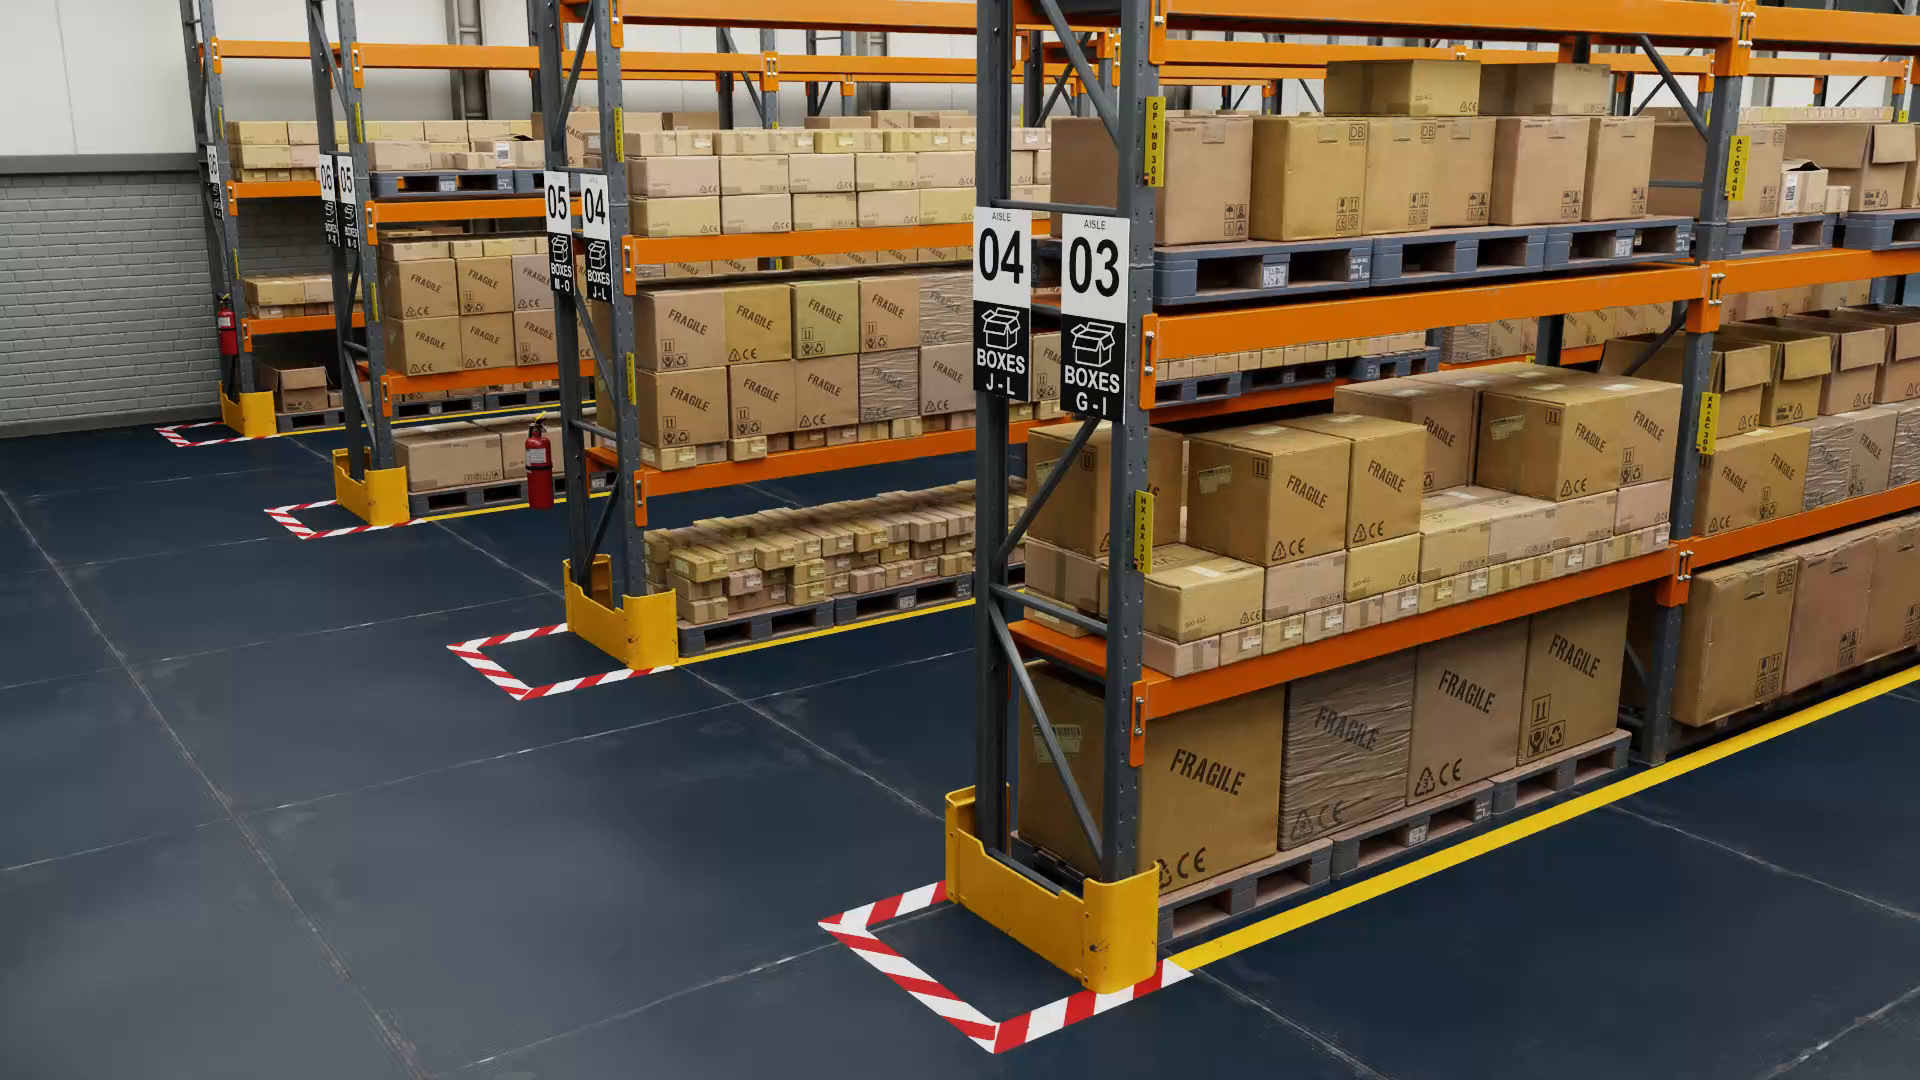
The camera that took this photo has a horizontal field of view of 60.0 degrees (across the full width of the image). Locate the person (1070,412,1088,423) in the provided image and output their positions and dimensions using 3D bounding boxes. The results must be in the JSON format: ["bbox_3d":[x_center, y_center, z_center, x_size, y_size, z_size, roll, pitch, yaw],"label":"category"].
[{"bbox_3d":[0.909,-0.185,11.756,0.516,1.655,0.413,-11,18,-36],"label":"person"}]
